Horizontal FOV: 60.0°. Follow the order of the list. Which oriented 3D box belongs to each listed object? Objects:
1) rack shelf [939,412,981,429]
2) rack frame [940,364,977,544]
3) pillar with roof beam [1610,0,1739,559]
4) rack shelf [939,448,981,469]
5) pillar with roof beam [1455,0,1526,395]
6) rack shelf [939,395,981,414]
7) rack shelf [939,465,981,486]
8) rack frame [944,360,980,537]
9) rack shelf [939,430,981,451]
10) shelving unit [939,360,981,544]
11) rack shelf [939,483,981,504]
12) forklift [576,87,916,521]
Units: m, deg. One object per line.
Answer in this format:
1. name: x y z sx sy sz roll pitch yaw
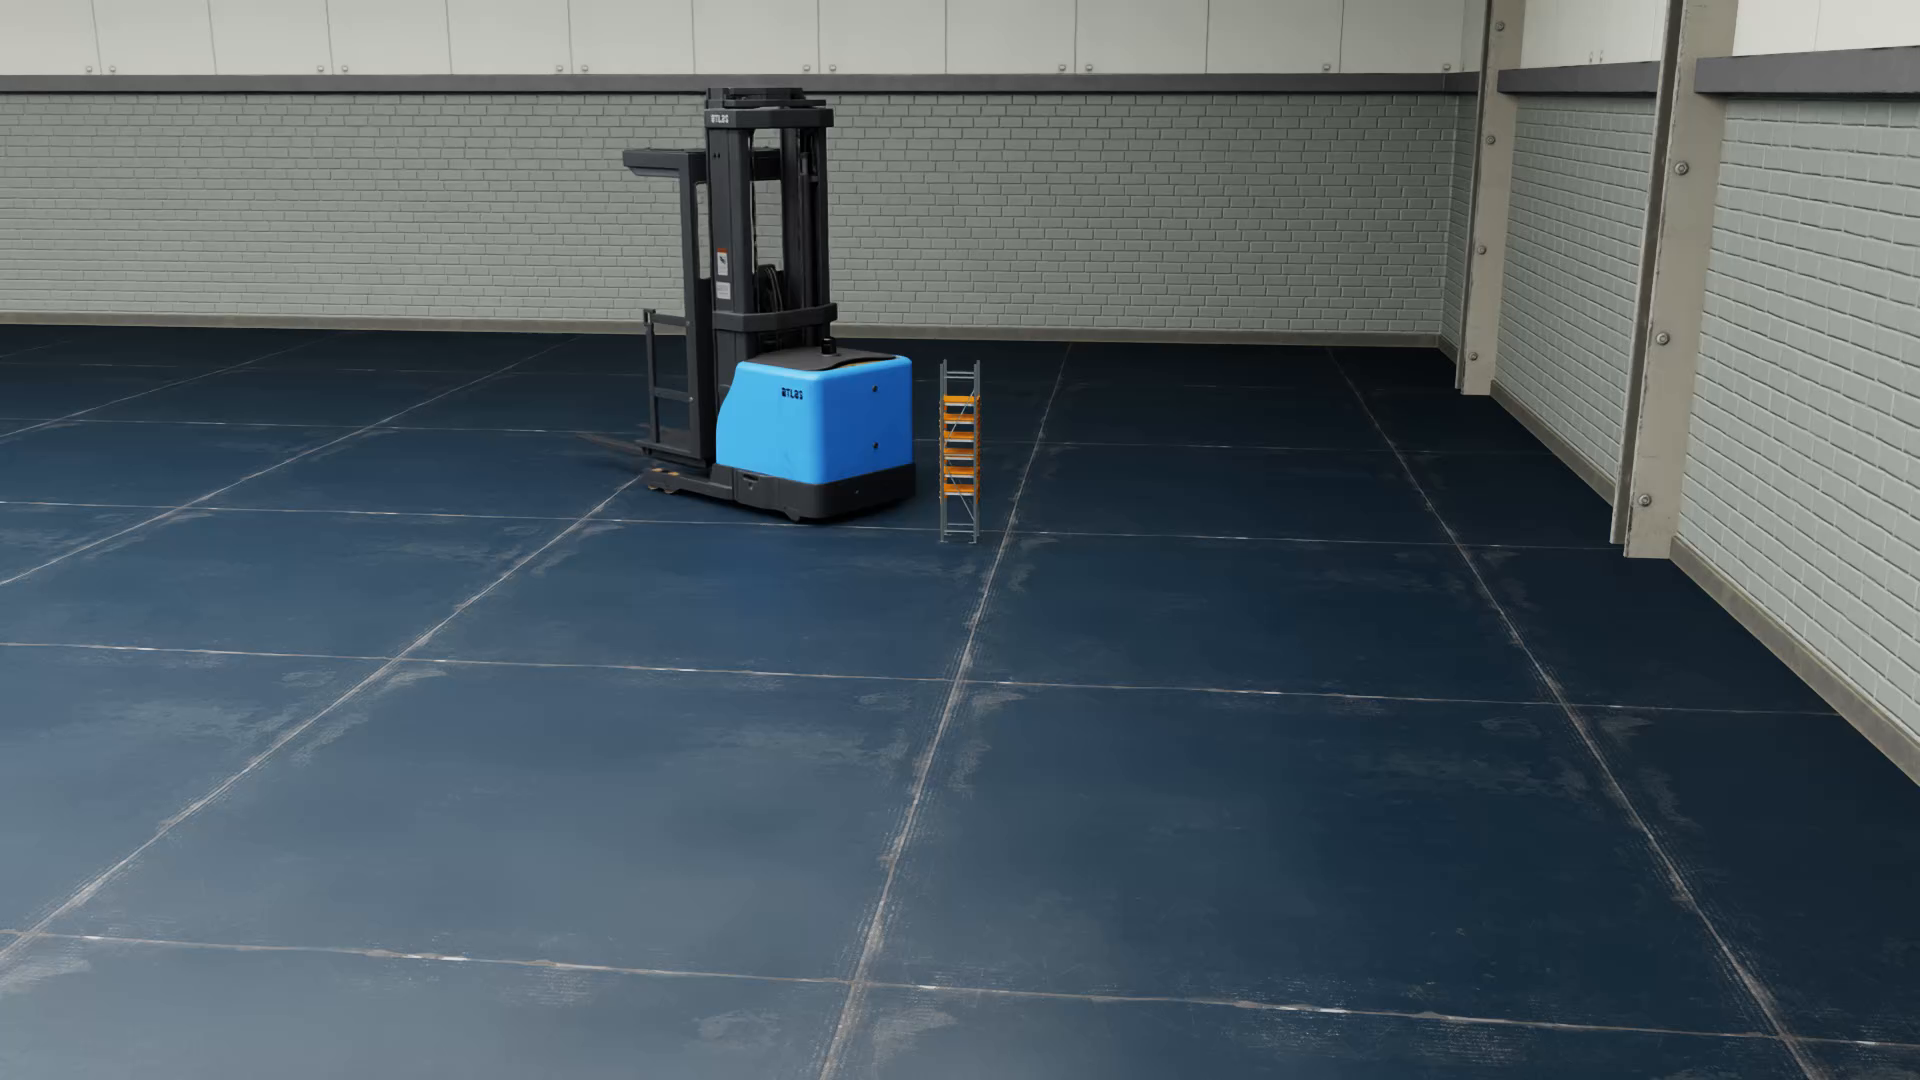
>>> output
1. rack shelf: 0.002 -0.772 10.968 0.258 0.103 0.180 2 15 6
2. rack frame: -0.009 -0.559 10.932 0.240 1.200 0.006 2 15 6
3. pillar with roof beam: 0.201 -4.406 10.217 9.100 9.000 0.400 2 15 6
4. rack shelf: 0.002 -0.540 11.031 0.258 0.103 0.180 2 15 6
5. pillar with roof beam: 0.878 -5.962 15.972 9.100 9.000 0.400 2 15 6
6. rack shelf: 0.002 -0.888 10.937 0.258 0.103 0.180 2 15 6
7. rack shelf: 0.002 -0.424 11.062 0.258 0.103 0.180 2 15 6
8. rack frame: 0.012 -0.607 11.107 0.240 1.200 0.006 2 15 6
9. rack shelf: 0.002 -0.656 11.000 0.258 0.103 0.180 2 15 6
10. shelving unit: 0.002 -0.583 11.019 0.258 1.200 0.189 2 15 6
11. rack shelf: 0.002 -0.308 11.094 0.258 0.103 0.180 2 15 6
12. forklift: -1.756 -1.847 12.378 3.031 2.935 1.130 13 20 40
